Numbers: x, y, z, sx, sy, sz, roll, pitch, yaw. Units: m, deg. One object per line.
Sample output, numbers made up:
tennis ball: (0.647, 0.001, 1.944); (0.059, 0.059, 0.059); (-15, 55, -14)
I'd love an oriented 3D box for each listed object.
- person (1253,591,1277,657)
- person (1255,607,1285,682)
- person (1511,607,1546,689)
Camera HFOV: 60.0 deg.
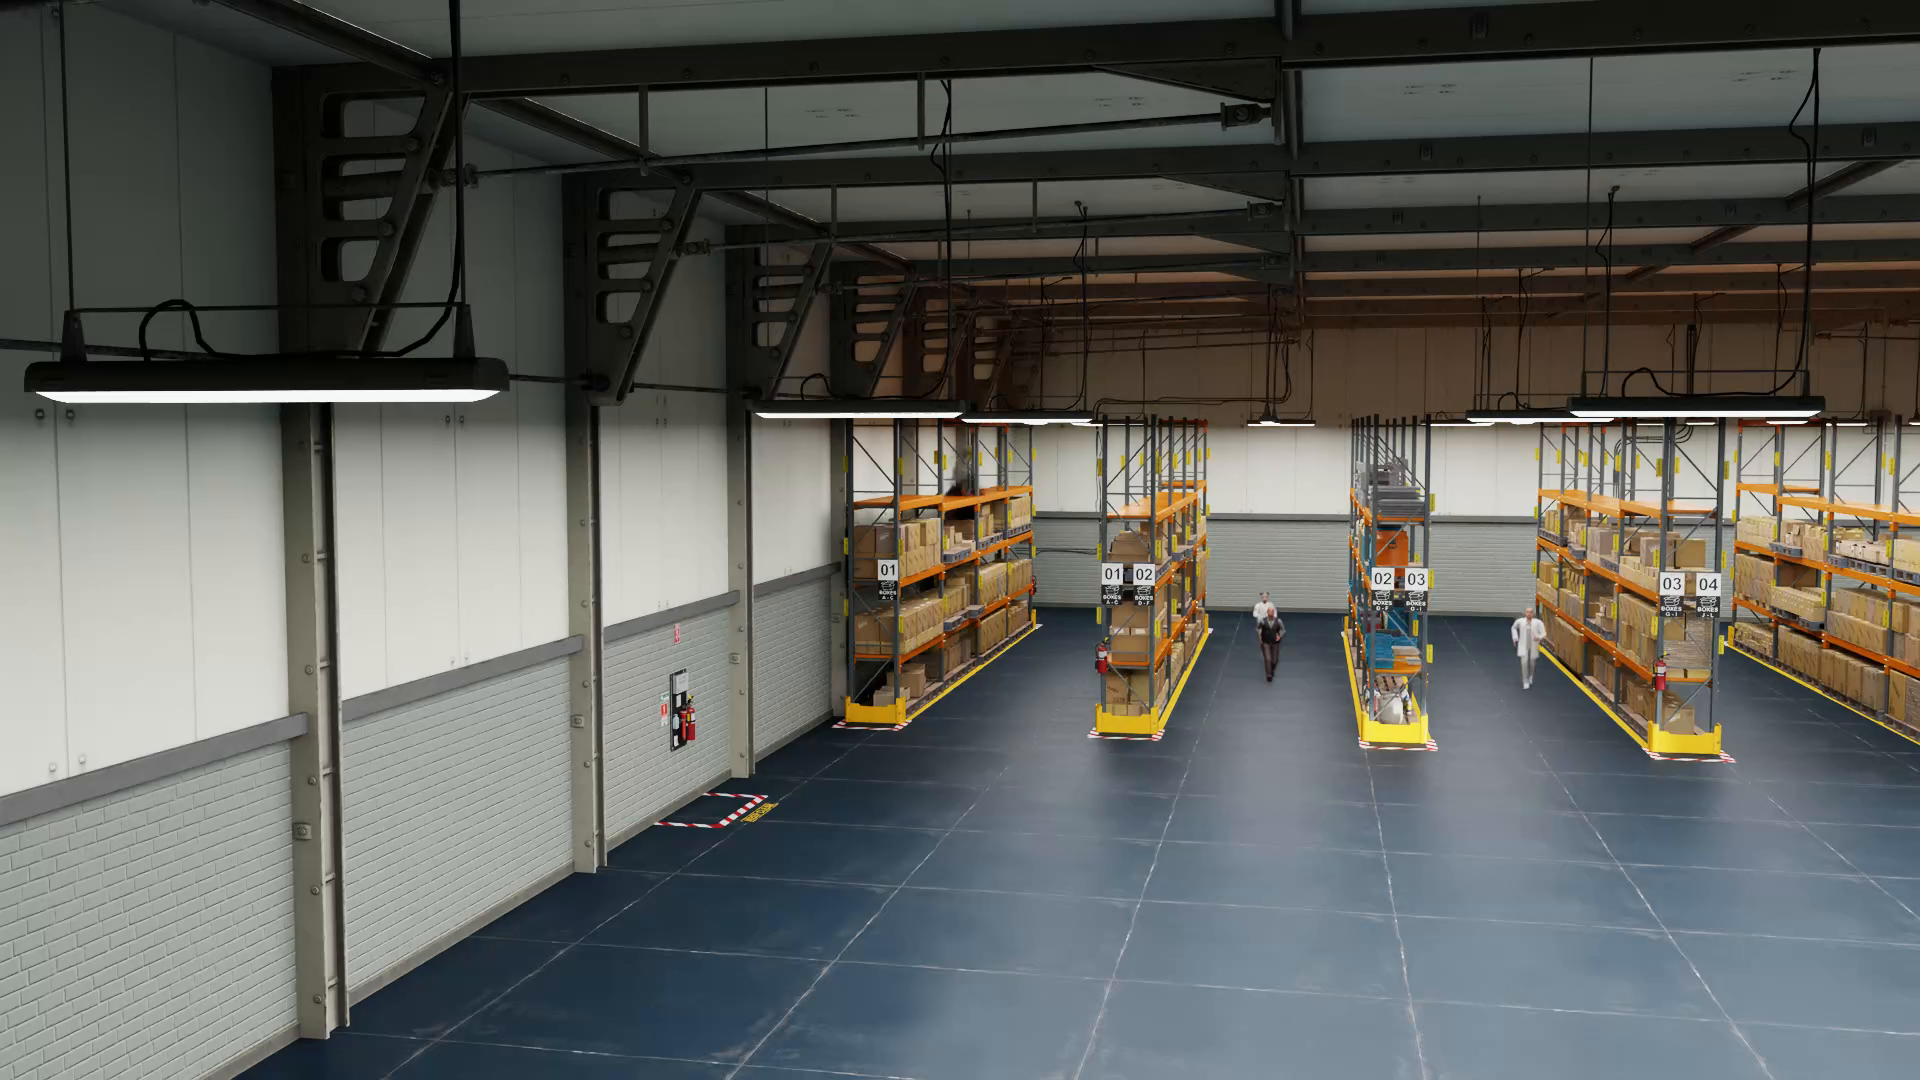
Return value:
person: (7.551, 2.135, 41.162); (0.583, 1.751, 0.763); (1, 4, 8)
person: (7.056, 2.361, 37.819); (0.683, 1.692, 0.675); (0, 4, 4)
person: (12.585, 2.367, 36.821); (0.728, 1.762, 1.019); (1, 4, 17)
